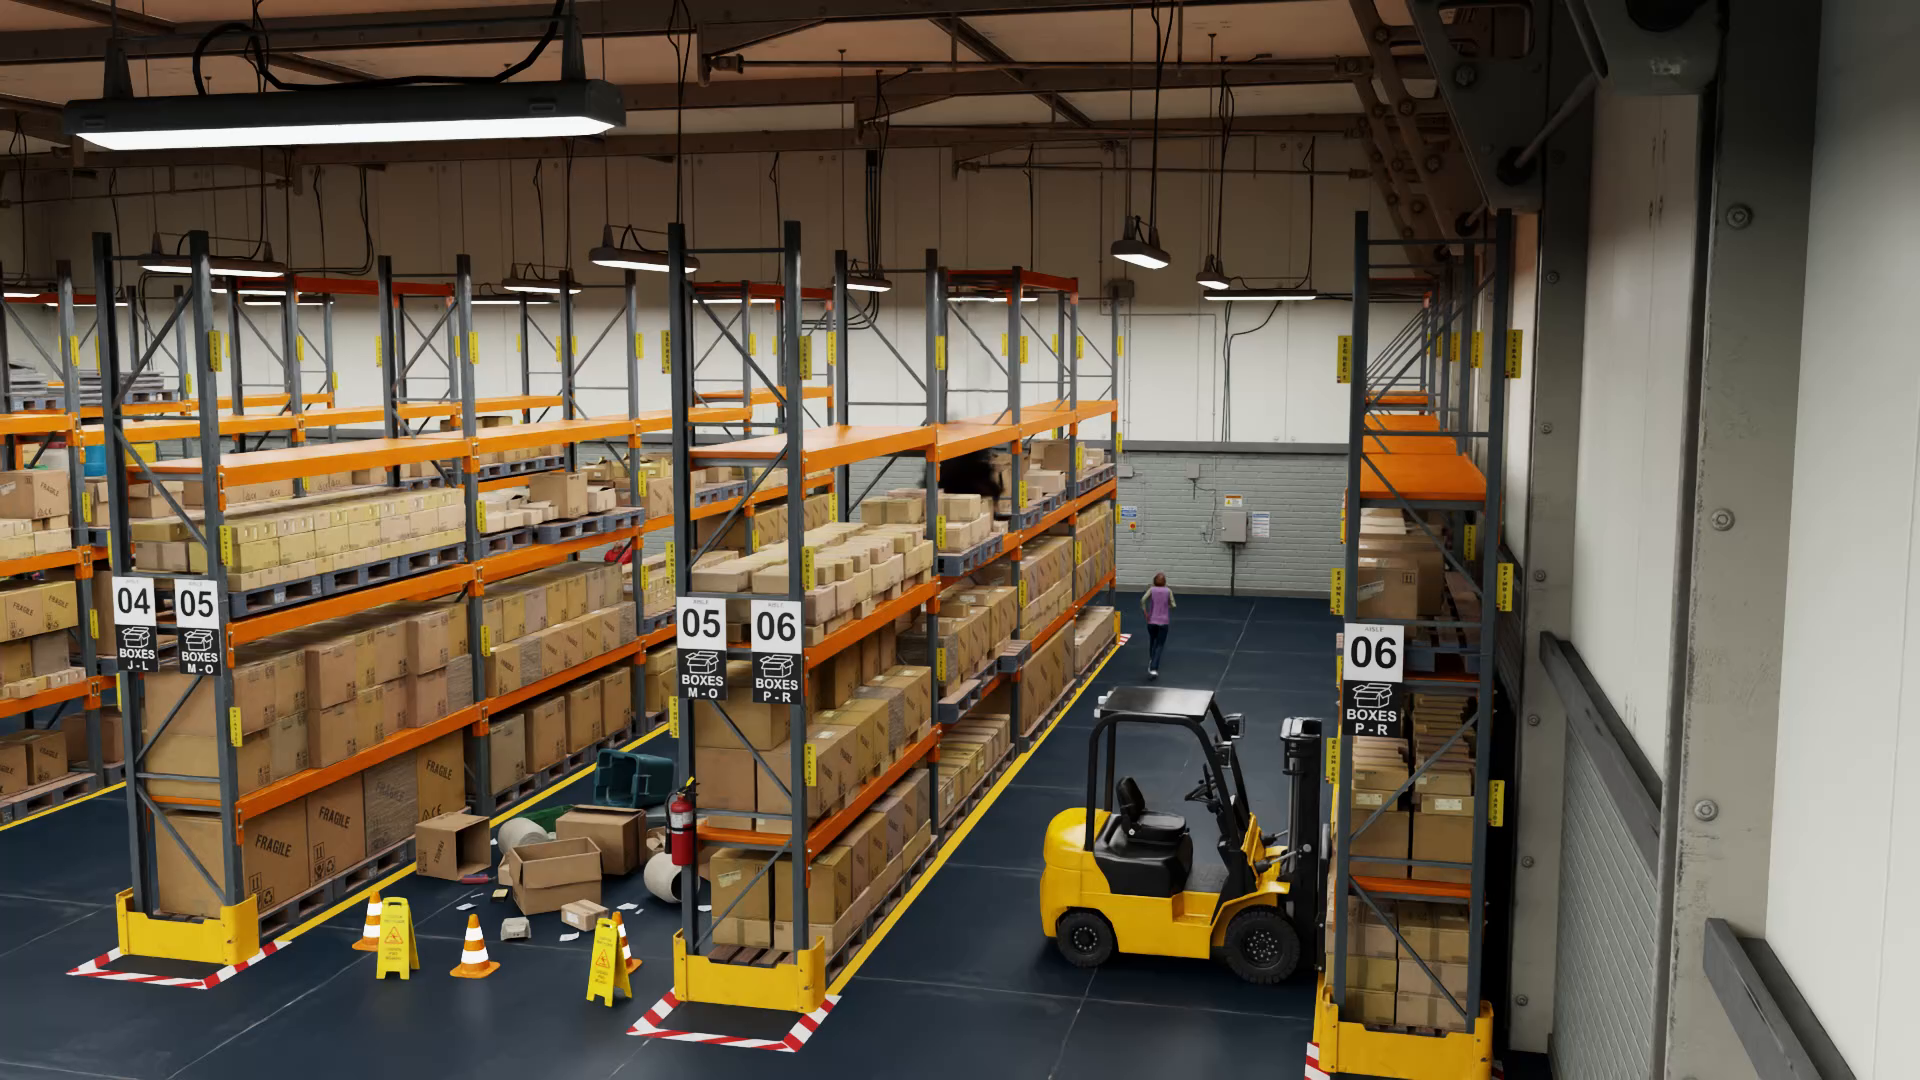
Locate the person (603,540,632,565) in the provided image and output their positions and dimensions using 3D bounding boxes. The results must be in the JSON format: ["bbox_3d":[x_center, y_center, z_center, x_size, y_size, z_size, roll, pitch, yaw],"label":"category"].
[{"bbox_3d":[-6.004,0.746,29.465,0.678,1.654,0.510,0,7,4],"label":"person"}]

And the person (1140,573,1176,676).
[{"bbox_3d":[3.022,1.297,25.341,0.521,1.597,0.714,2,7,16],"label":"person"}]
